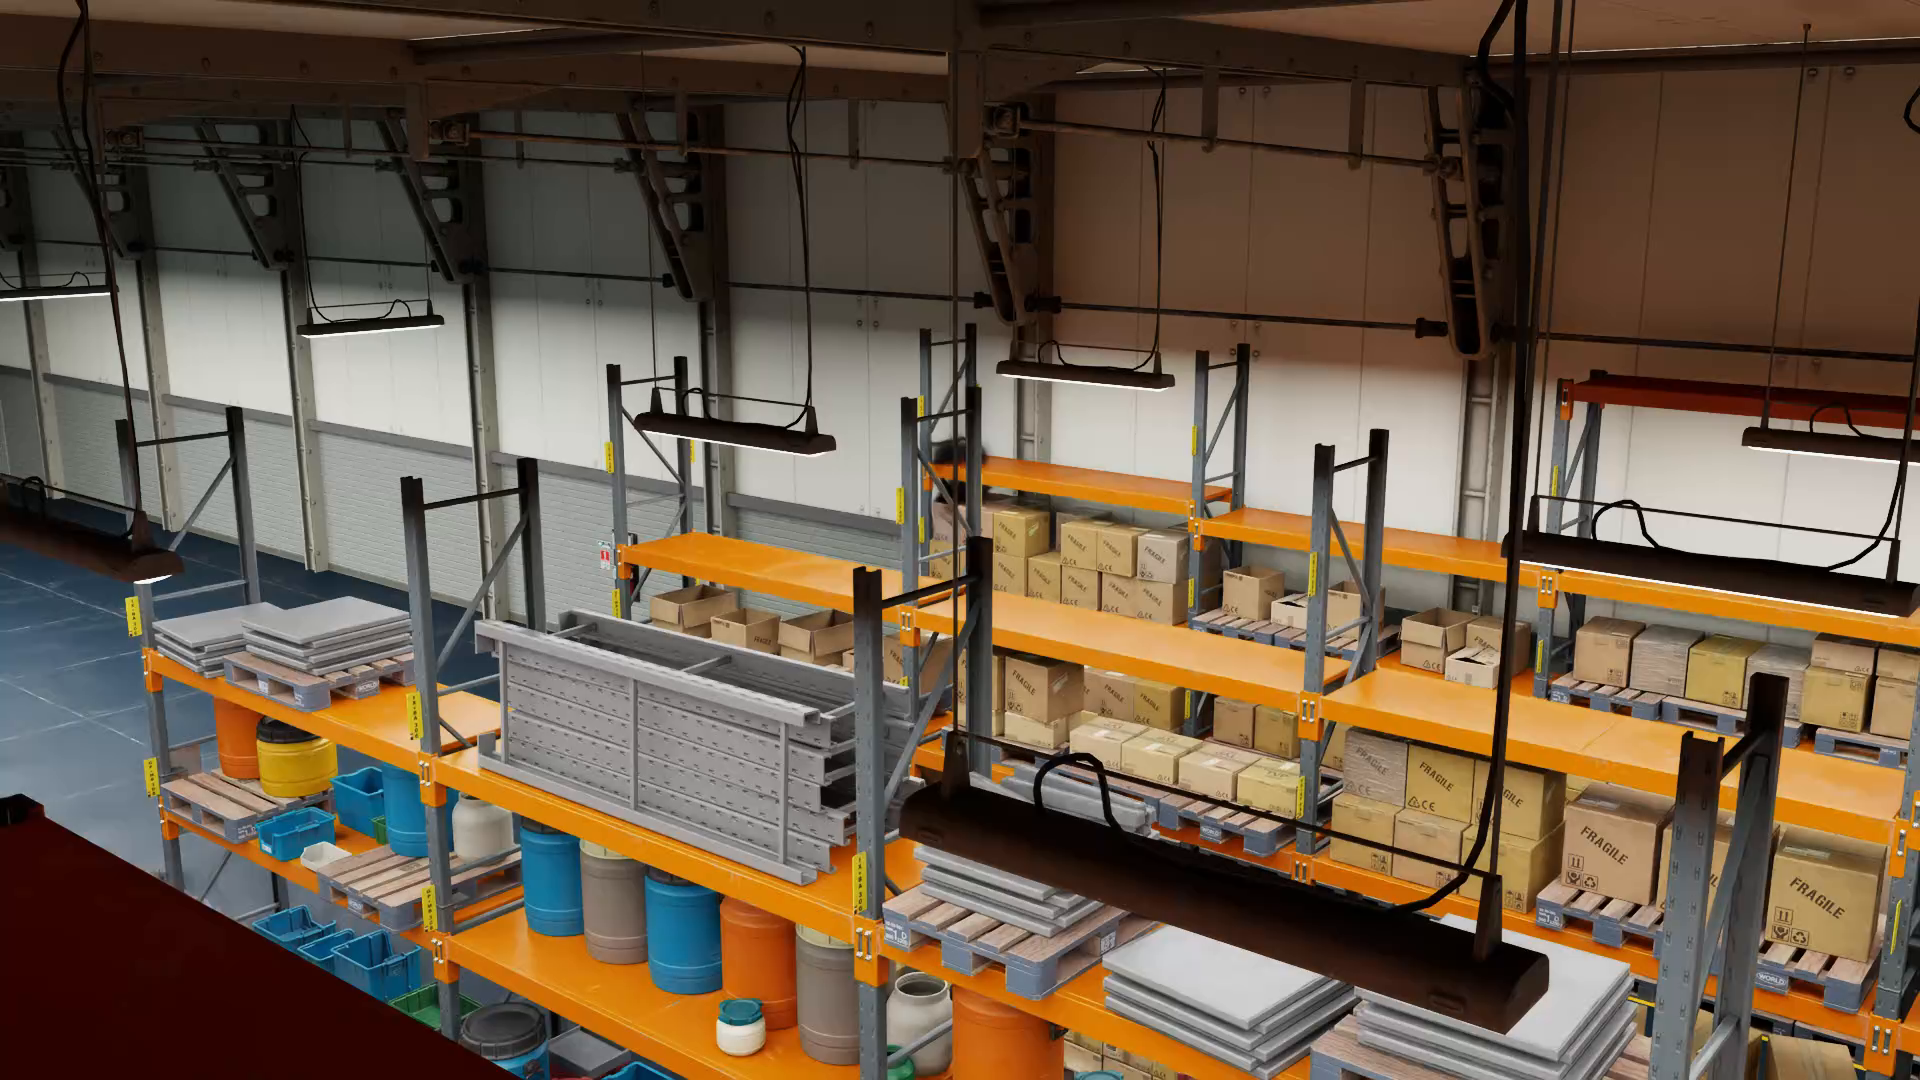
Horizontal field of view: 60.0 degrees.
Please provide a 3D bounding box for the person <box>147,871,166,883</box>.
[{"bbox_3d":[-7.370,3.862,15.440,0.757,1.680,0.596,-9,16,-36],"label":"person"}]
